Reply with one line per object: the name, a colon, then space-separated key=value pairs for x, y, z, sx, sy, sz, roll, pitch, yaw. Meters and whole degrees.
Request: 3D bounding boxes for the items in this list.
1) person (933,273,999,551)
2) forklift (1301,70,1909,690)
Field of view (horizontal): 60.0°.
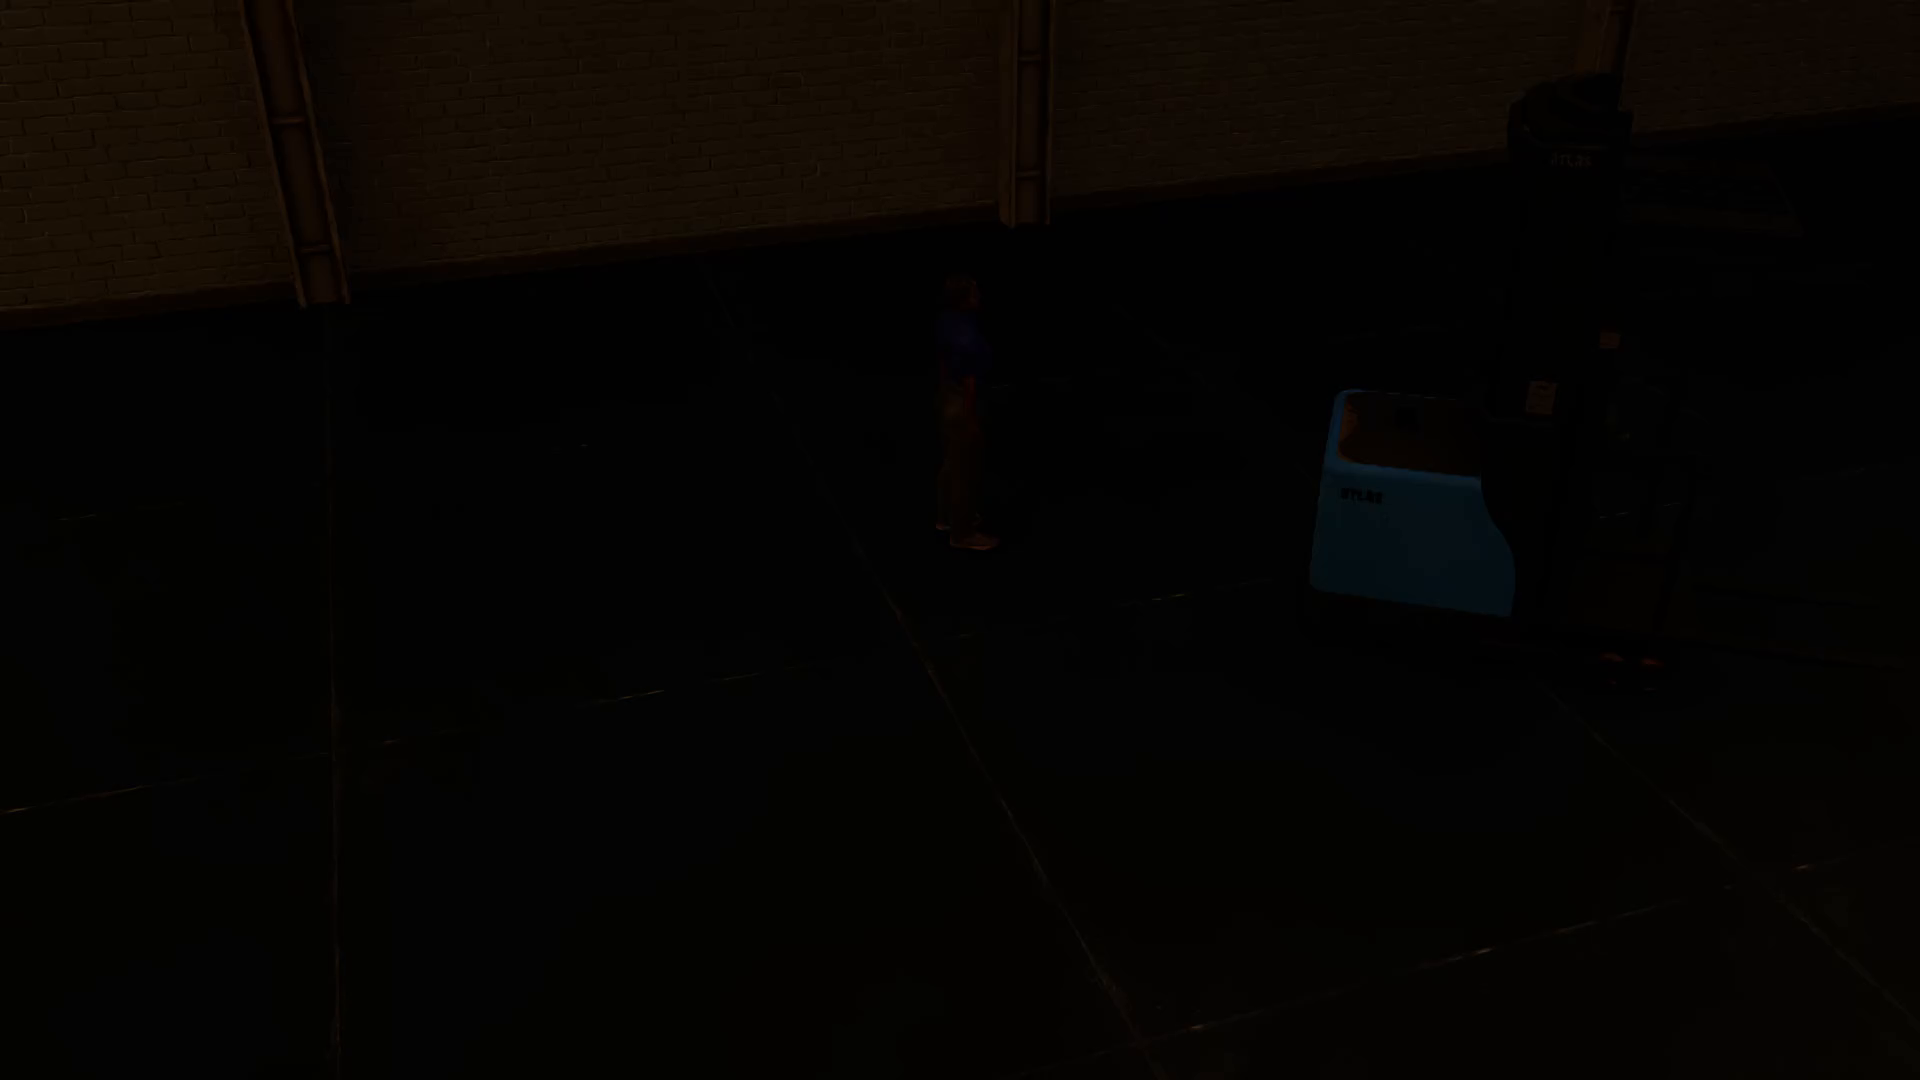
person: x=0.025 y=-0.746 z=9.598 sx=0.320 sy=1.646 sz=0.446 roll=-10 pitch=31 yaw=-16
forklift: x=3.449 y=-0.783 z=8.447 sx=3.031 sy=2.935 sz=1.130 roll=8 pitch=31 yaw=13
